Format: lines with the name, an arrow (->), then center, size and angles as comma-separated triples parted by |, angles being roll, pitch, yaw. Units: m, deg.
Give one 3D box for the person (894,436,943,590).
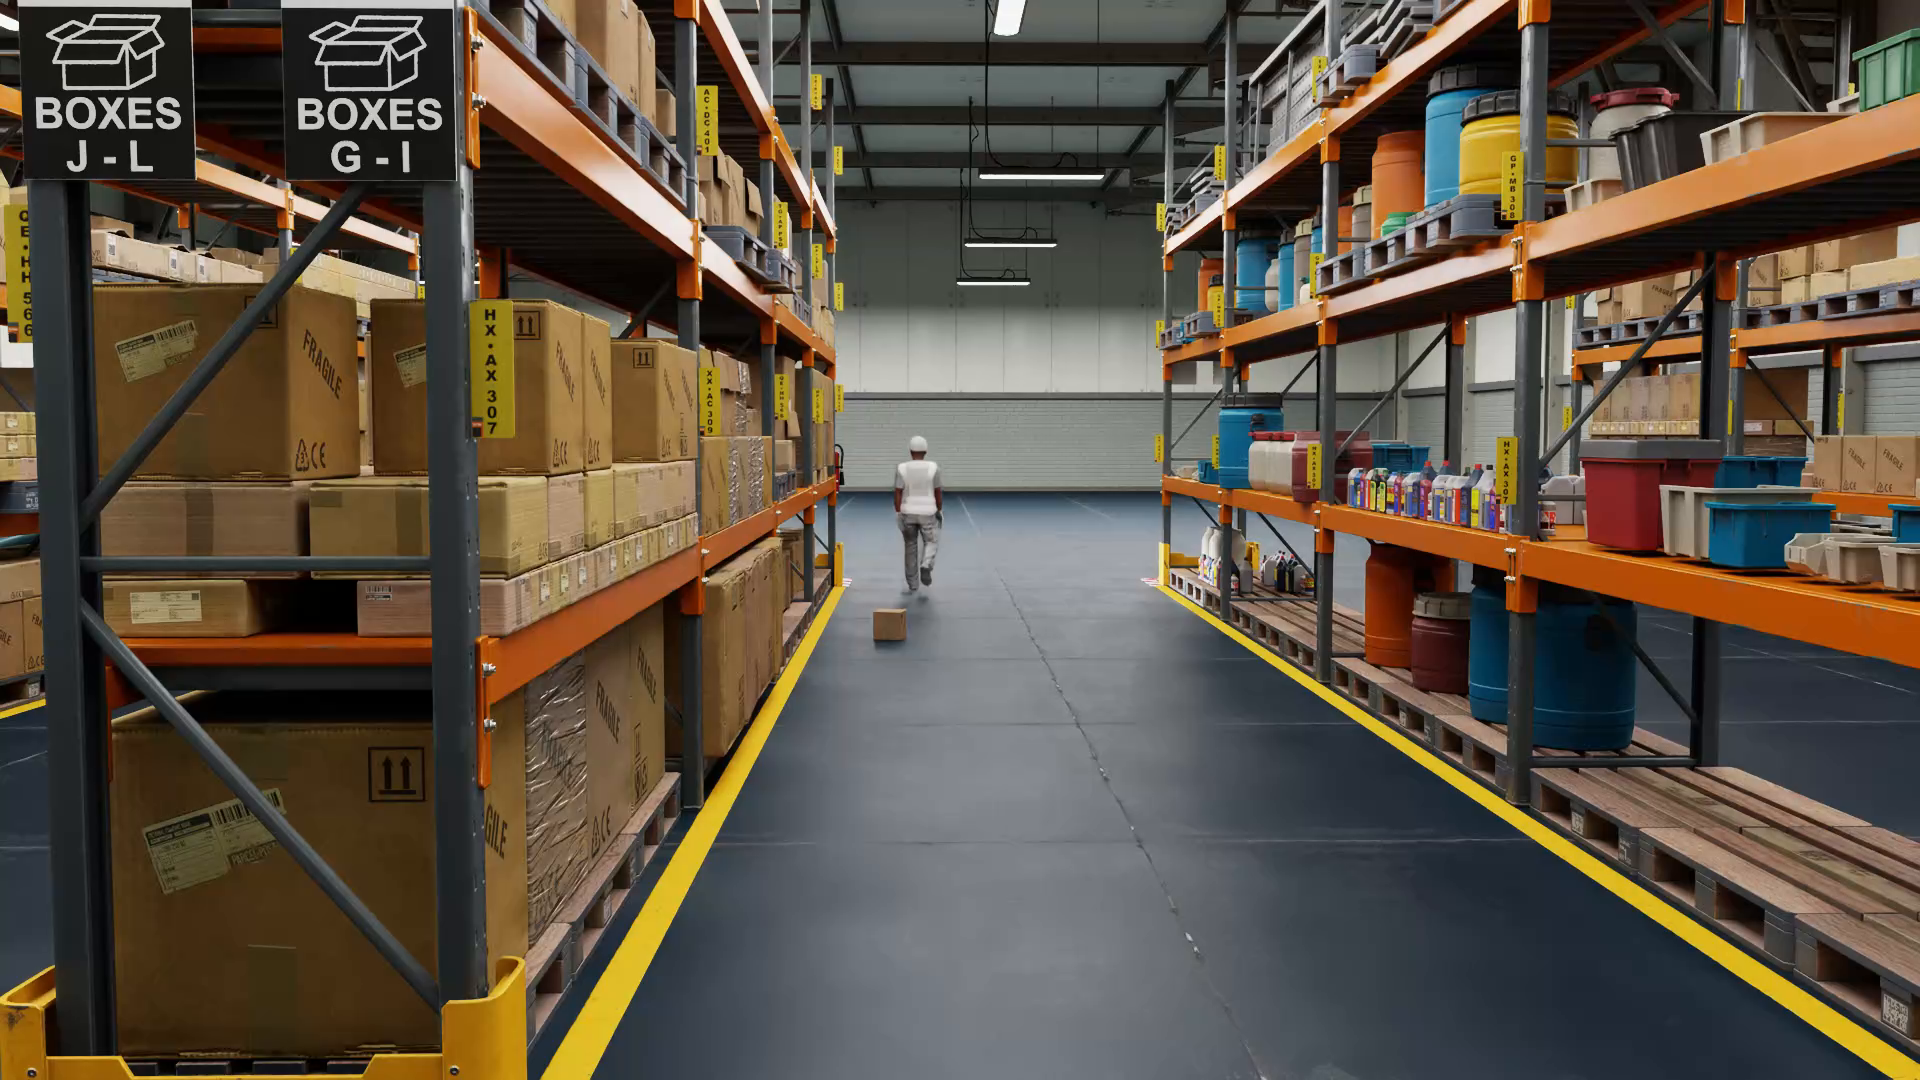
person -> -0.470, -0.303, 19.033 | 0.552, 1.765, 0.747 | 0, 4, 4
